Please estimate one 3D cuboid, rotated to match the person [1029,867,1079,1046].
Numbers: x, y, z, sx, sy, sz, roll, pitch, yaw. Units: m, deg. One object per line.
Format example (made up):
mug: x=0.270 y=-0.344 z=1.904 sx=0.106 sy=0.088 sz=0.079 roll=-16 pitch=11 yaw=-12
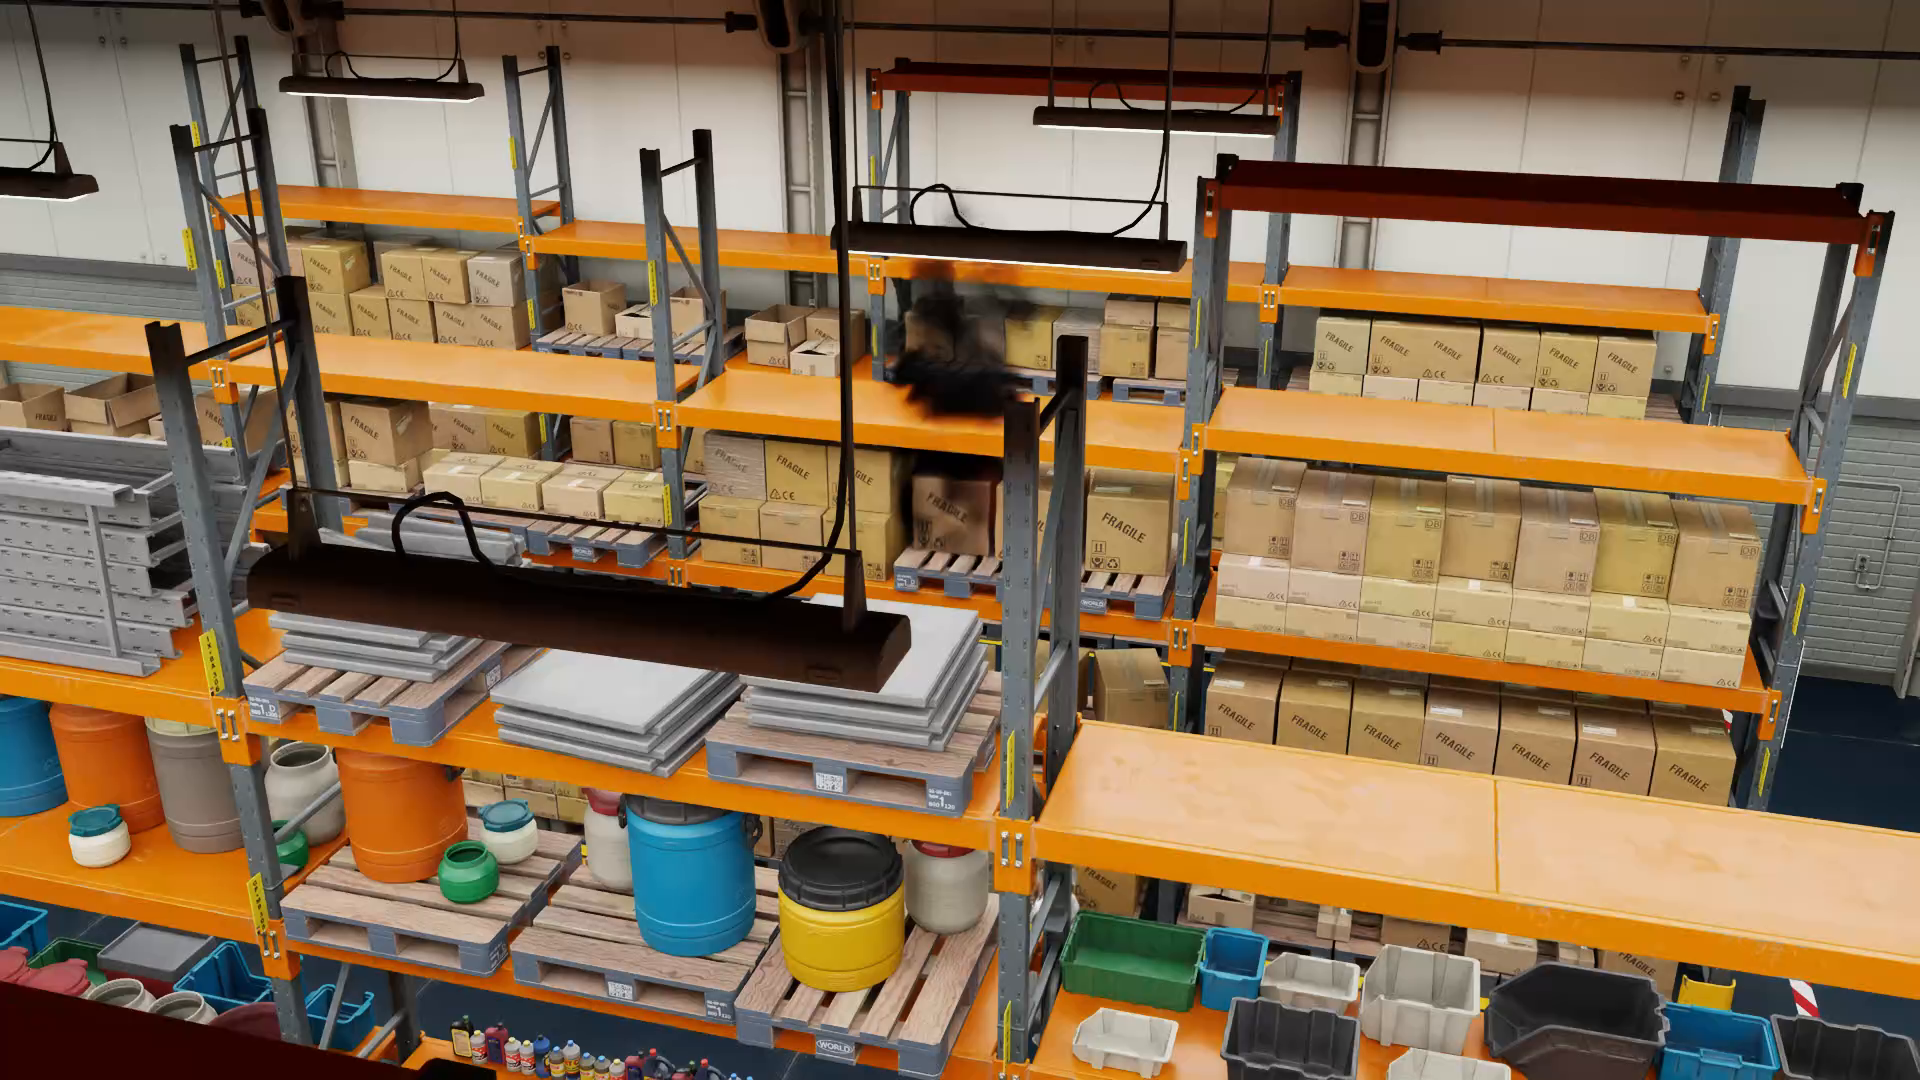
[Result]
person: x=0.563 y=2.862 z=11.344 sx=0.530 sy=1.619 sz=0.608 roll=1 pitch=23 yaw=1
